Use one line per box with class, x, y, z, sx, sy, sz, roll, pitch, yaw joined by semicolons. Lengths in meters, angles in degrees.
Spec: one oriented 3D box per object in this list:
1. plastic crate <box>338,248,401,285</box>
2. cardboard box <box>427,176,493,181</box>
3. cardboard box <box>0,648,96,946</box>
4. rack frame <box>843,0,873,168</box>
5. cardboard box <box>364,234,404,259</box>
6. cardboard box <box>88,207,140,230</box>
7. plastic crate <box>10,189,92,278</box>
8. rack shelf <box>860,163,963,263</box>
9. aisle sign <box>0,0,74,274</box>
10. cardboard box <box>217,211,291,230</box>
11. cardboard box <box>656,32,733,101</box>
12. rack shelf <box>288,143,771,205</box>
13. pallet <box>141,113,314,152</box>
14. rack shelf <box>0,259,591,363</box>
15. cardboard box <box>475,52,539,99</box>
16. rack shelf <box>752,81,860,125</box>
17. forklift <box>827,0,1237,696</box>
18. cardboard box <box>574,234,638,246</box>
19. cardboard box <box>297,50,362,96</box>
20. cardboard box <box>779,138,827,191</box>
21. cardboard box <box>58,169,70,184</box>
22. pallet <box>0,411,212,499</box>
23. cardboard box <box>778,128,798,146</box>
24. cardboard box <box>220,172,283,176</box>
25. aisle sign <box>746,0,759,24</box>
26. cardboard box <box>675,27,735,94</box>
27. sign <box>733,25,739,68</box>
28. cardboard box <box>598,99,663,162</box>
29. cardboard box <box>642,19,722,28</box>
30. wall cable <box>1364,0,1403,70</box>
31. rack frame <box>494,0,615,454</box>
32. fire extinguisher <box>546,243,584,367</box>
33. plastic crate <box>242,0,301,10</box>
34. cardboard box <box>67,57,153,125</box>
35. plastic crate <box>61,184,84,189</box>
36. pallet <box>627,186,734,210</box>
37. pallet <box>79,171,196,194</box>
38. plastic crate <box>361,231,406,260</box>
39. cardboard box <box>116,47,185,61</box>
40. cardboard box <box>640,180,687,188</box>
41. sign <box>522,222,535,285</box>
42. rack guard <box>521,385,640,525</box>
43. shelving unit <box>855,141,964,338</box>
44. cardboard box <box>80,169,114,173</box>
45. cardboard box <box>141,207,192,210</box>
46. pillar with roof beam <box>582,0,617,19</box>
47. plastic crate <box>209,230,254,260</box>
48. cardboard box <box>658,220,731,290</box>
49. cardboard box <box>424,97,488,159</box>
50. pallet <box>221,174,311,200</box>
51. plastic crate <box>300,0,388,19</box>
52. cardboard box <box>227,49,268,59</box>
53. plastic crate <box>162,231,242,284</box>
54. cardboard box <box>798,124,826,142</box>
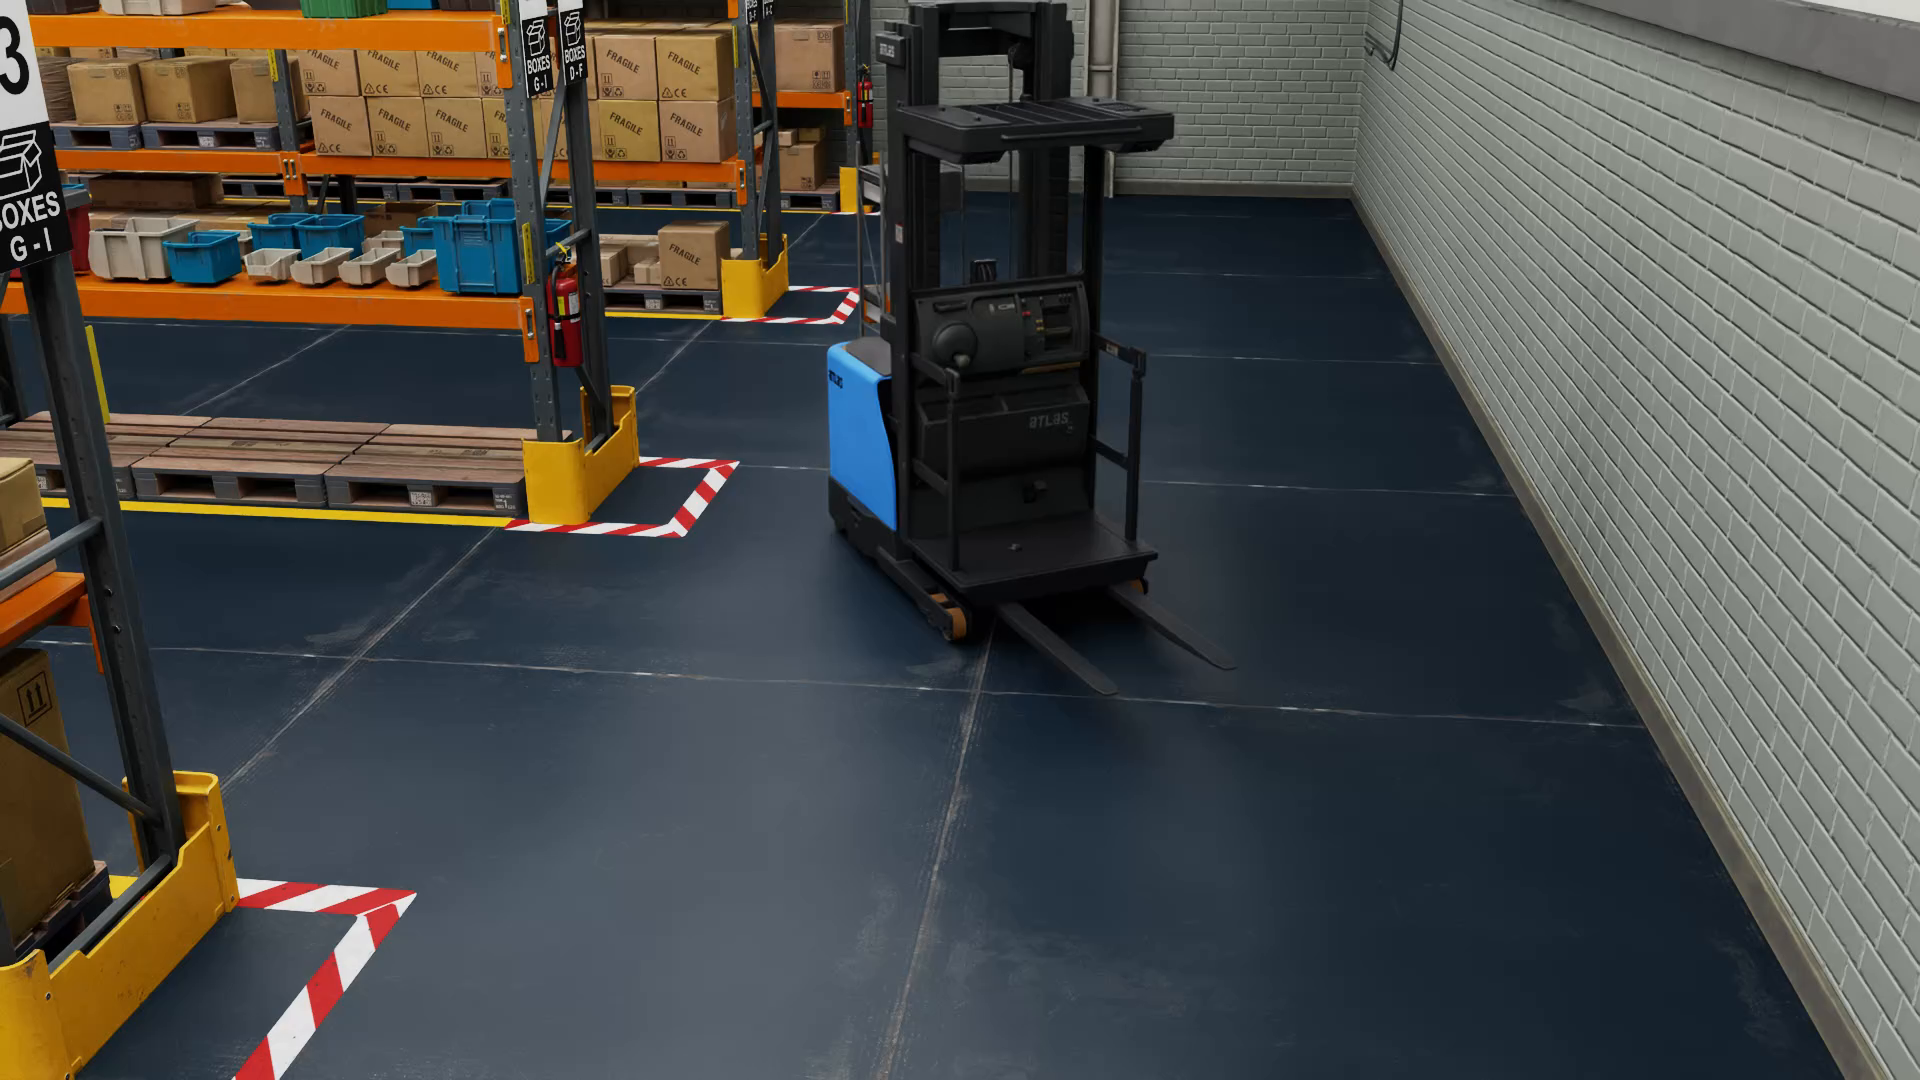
plastic crate;-3.430;-1.586;9.649;0.243;0.136;0.396;2;22;6
cardboard box;-5.780;-4.660;19.500;0.750;0.750;0.750;3;22;7
cardboard box;-3.541;0.909;5.380;0.875;0.875;0.875;2;22;6
rack frame;-1.147;-5.311;18.793;0.127;3.000;1.000;2;22;6
cardboard box;-5.307;-2.532;14.824;0.500;0.311;0.500;2;22;6
cardboard box;-7.715;-2.702;14.995;0.500;0.500;0.500;2;22;4
plastic crate;-5.428;-1.794;9.730;0.583;0.464;0.402;2;22;6
rack shelf;-0.286;-1.909;9.547;0.480;0.518;0.431;-9;23;-23
aisle sign;-2.789;-1.201;4.861;0.004;0.787;0.394;2;22;6
cardboard box;-6.222;-2.634;14.824;0.500;0.500;0.500;2;22;6
cardboard box;-2.200;-3.932;13.811;0.500;0.500;0.500;2;22;6
rack shelf;-3.712;-3.254;14.569;4.000;0.370;1.077;2;22;6
pallet;-6.479;-3.660;14.880;1.213;0.211;1.003;2;22;6
rack shelf;-4.299;-1.446;9.995;4.000;0.370;1.077;2;22;6
cardboard box;-3.728;-3.997;13.974;0.500;0.500;0.500;3;22;8
rack shelf;-3.133;-5.063;19.145;4.000;0.370;1.077;2;22;6
forklift;0.308;-1.046;8.099;1.130;2.935;3.031;-9;23;-23
cardboard box;-3.226;-2.598;15.074;0.500;0.250;0.500;2;22;6
cardboard box;-5.264;-4.064;14.142;0.500;0.500;0.500;3;22;8
cardboard box;-1.854;-4.338;19.160;0.500;0.500;0.700;2;22;6
cardboard box;-8.658;-3.283;15.447;0.500;0.250;0.500;3;22;8
pallet;-5.550;-0.552;10.550;1.213;0.211;1.003;2;22;6
cardboard box;-2.003;-4.578;18.887;0.250;0.149;0.380;2;22;6
cardboard box;-8.376;-4.773;19.785;0.750;0.750;0.750;2;22;6
aisle sign;-1.694;-4.596;13.450;0.004;0.787;0.394;2;22;6
cardboard box;-2.136;-4.129;14.308;0.500;0.500;0.500;3;22;8
sign;-1.811;-3.986;13.437;0.005;0.325;0.100;2;22;6
cardboard box;-2.719;-3.490;14.051;0.500;0.500;0.500;3;22;7
cardboard box;-3.134;-5.533;18.946;0.700;0.700;0.980;1;22;4
wall cable;4.428;-6.282;17.312;0.112;2.526;3.097;2;22;6
rack frame;-2.313;-1.694;9.644;0.127;3.000;1.000;2;22;6
fire extinguisher;-2.216;-1.312;9.291;0.183;0.674;0.296;2;22;6
plastic crate;-3.798;-3.226;9.525;0.767;0.338;0.504;2;22;6
cardboard box;-7.460;-3.971;14.697;0.500;0.500;0.700;-3;22;-7
plastic crate;-5.781;-1.992;10.338;0.575;0.384;0.392;2;22;6
pallet;-3.158;-4.074;19.457;1.213;0.211;1.003;2;22;6
pallet;-9.867;-4.395;20.269;1.213;0.211;1.003;2;22;6
plastic crate;-3.502;-1.803;10.199;0.298;0.136;0.250;2;22;6
cardboard box;-9.559;-5.925;19.612;0.500;0.500;0.700;0;22;0
cardboard box;-3.381;-4.401;19.321;0.500;0.500;0.700;3;22;8
sign;-2.361;-1.568;9.105;0.005;0.325;0.100;2;22;6
rack guard;-2.287;-0.535;10.113;0.348;0.500;1.175;2;22;6
shelving unit;-0.286;-1.271;9.799;0.503;2.100;0.431;-9;23;-23
cardboard box;-10.310;-4.776;20.242;0.500;0.500;0.700;2;22;6
cardboard box;-7.176;-2.871;15.422;0.500;0.500;0.500;3;22;7
pillar with roof beam;-4.829;-6.988;14.875;0.400;9.000;9.100;2;22;6
plastic crate;-4.520;-1.807;10.207;0.466;0.136;0.293;2;22;6
cardboard box;-2.295;-2.478;14.429;0.500;0.500;0.500;2;22;6
cardboard box;-4.219;-3.557;14.220;0.500;0.500;0.500;2;22;6
pallet;-8.317;-4.299;20.026;1.213;0.211;1.003;2;22;6
plastic crate;-3.326;-2.929;8.976;0.336;0.188;0.450;2;22;6
cardboard box;-8.120;-5.711;19.237;0.500;0.500;0.500;3;22;8
plastic crate;-4.382;-1.639;9.652;0.300;0.233;0.416;2;22;6
cardboard box;-1.706;-4.707;19.212;0.250;0.149;0.380;3;22;7
